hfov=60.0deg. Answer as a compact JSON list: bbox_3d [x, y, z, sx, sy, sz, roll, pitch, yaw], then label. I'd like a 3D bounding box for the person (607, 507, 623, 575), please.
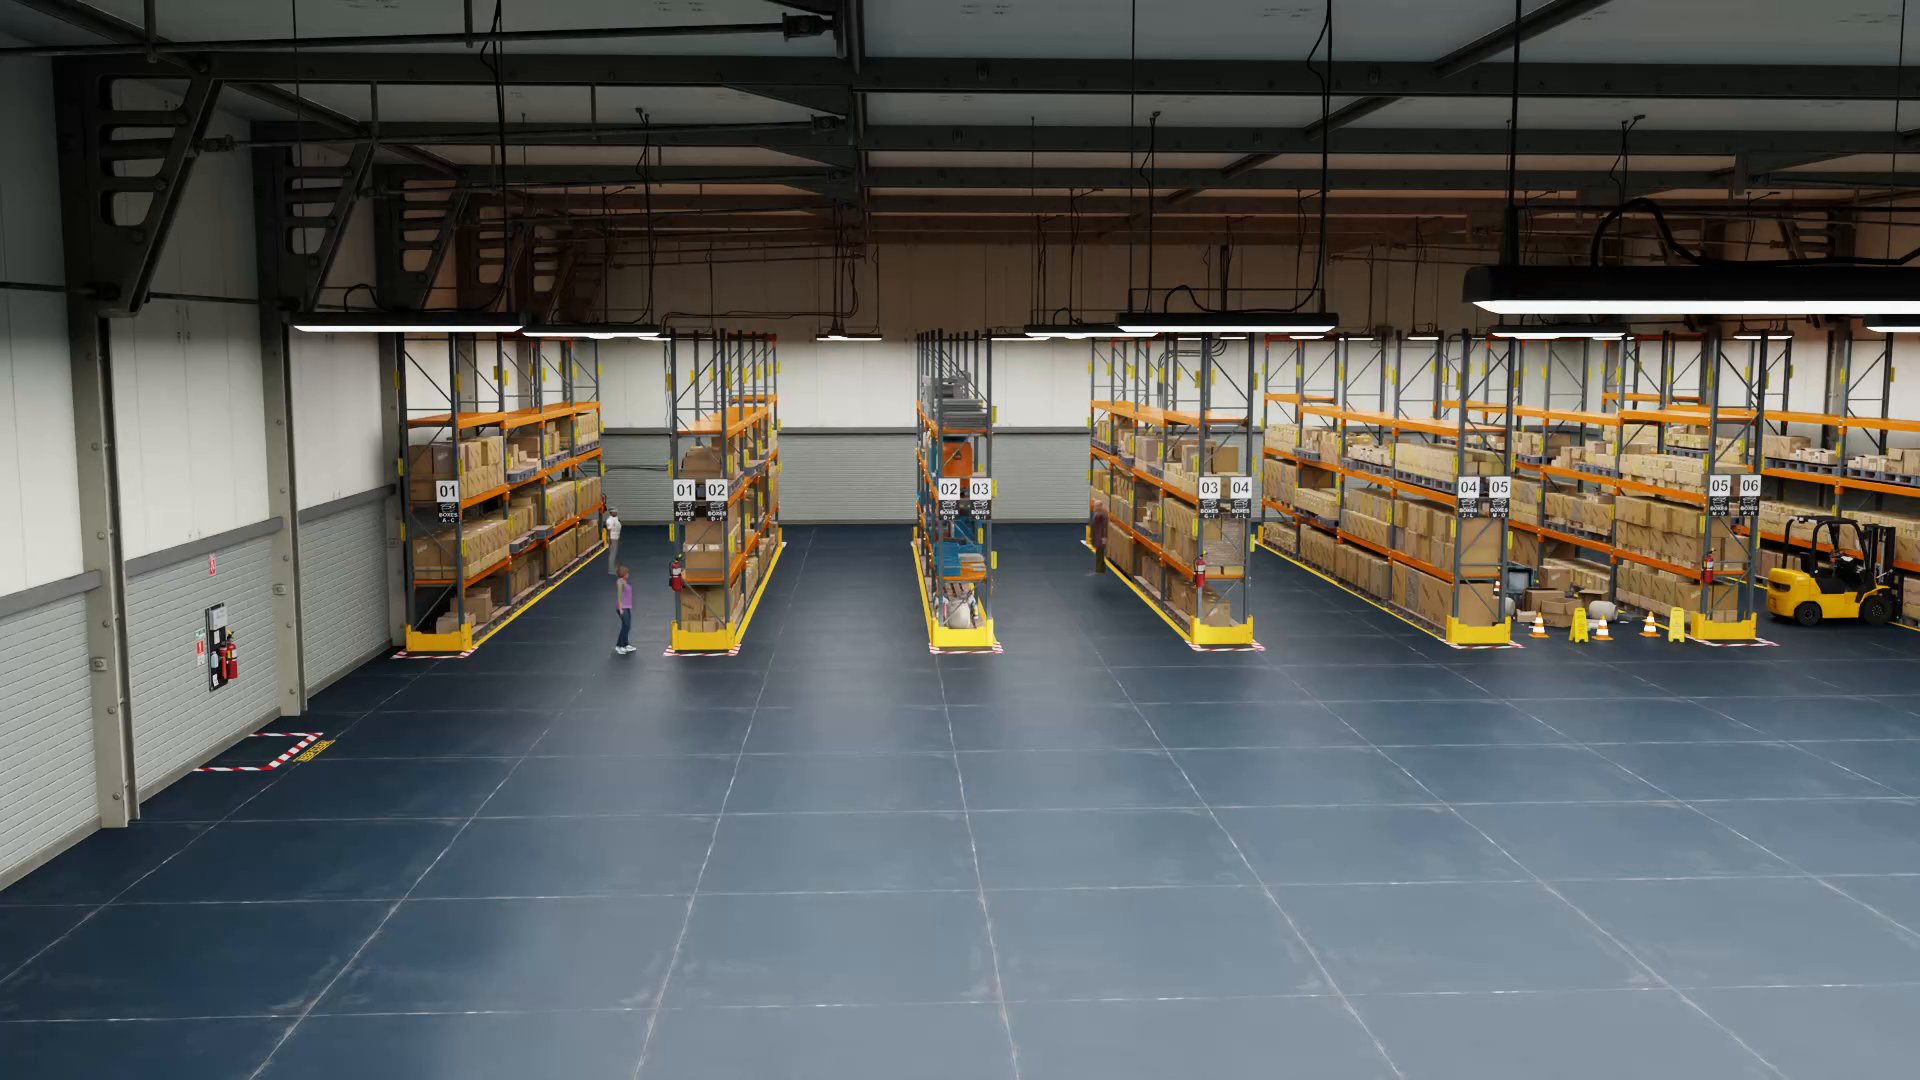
[{"bbox_3d":[-8.616,0.014,41.497,0.368,1.708,0.527,0,7,1],"label":"person"}]

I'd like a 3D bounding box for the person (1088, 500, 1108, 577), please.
[{"bbox_3d":[3.201,-0.053,38.994,0.443,1.785,0.612,-1,7,-7],"label":"person"}]

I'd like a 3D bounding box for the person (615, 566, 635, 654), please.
[{"bbox_3d":[-6.255,1.294,30.995,0.352,1.613,0.490,1,7,7],"label":"person"}]
